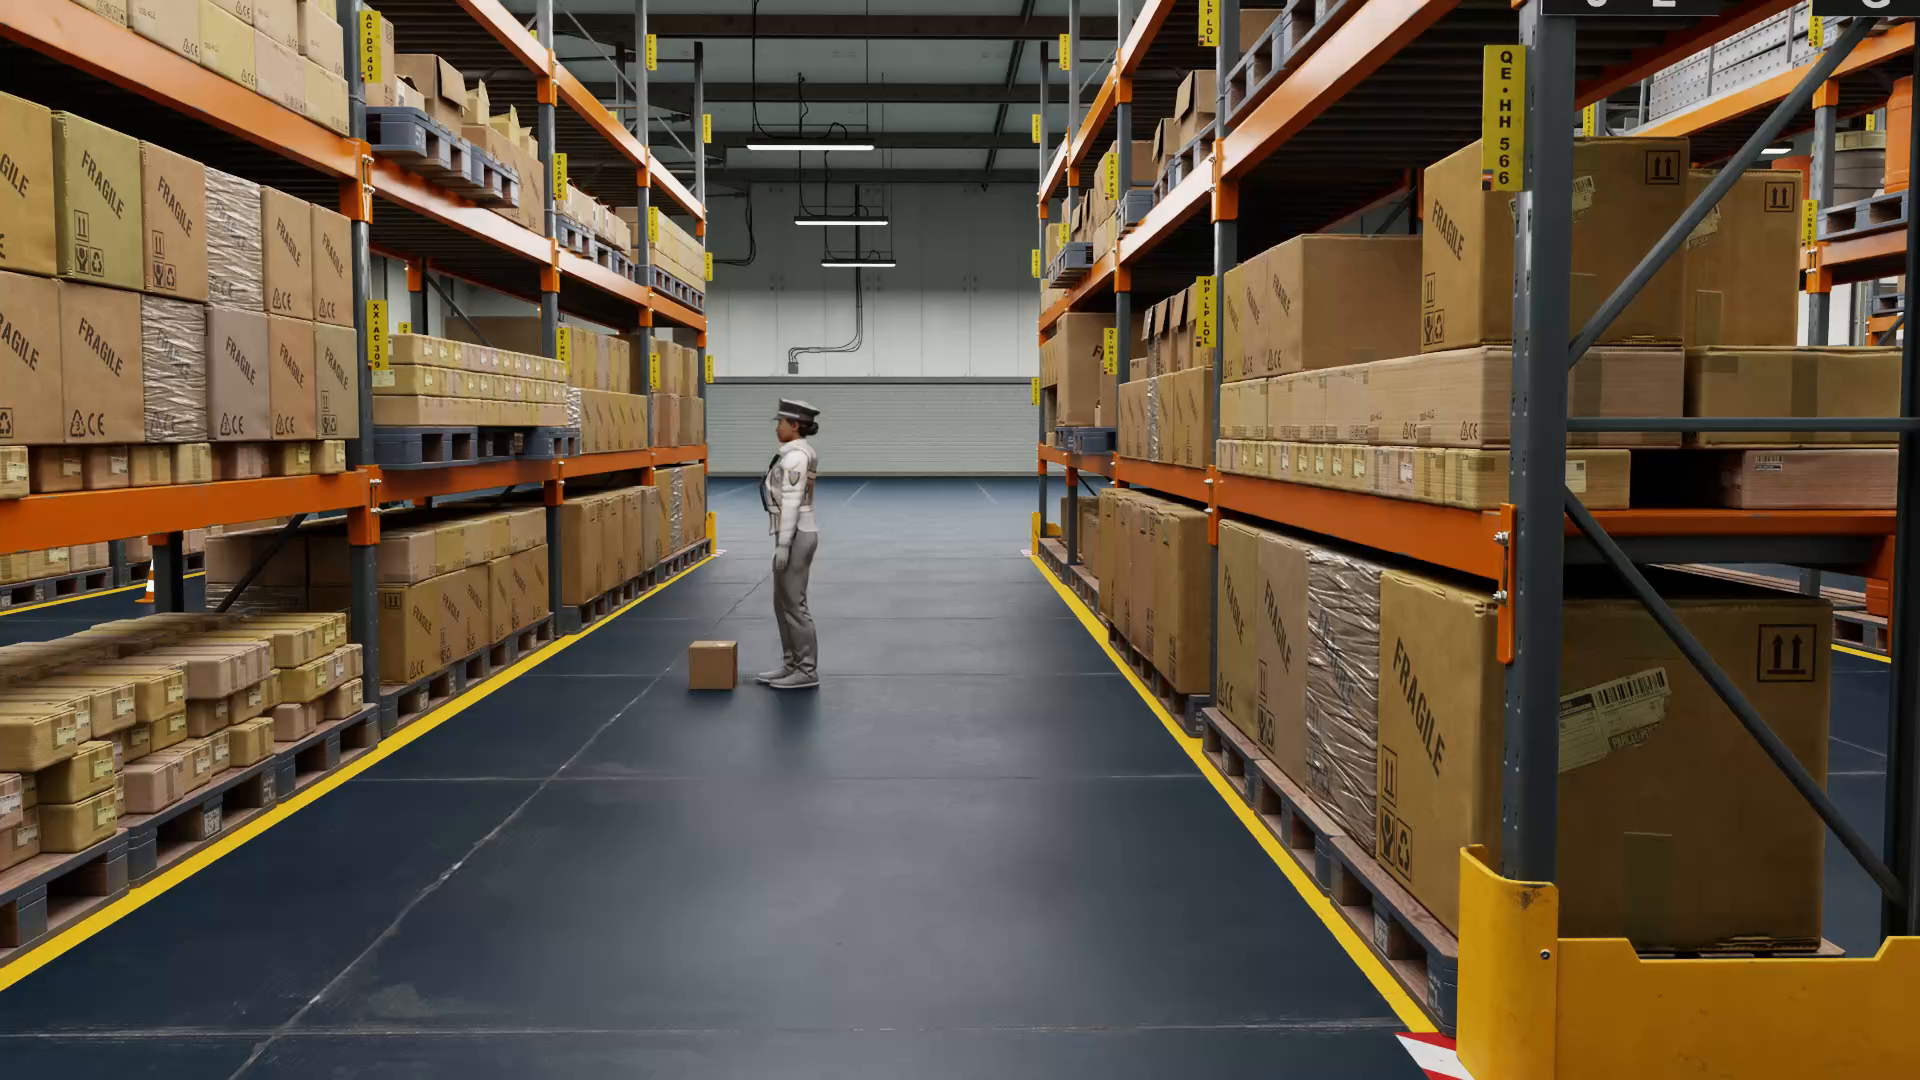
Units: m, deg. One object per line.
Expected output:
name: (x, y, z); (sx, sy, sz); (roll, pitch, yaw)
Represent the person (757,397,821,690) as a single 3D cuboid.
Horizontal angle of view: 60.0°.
person: (-1.002, 0.016, 9.620); (0.393, 1.679, 0.475); (0, 4, 0)
